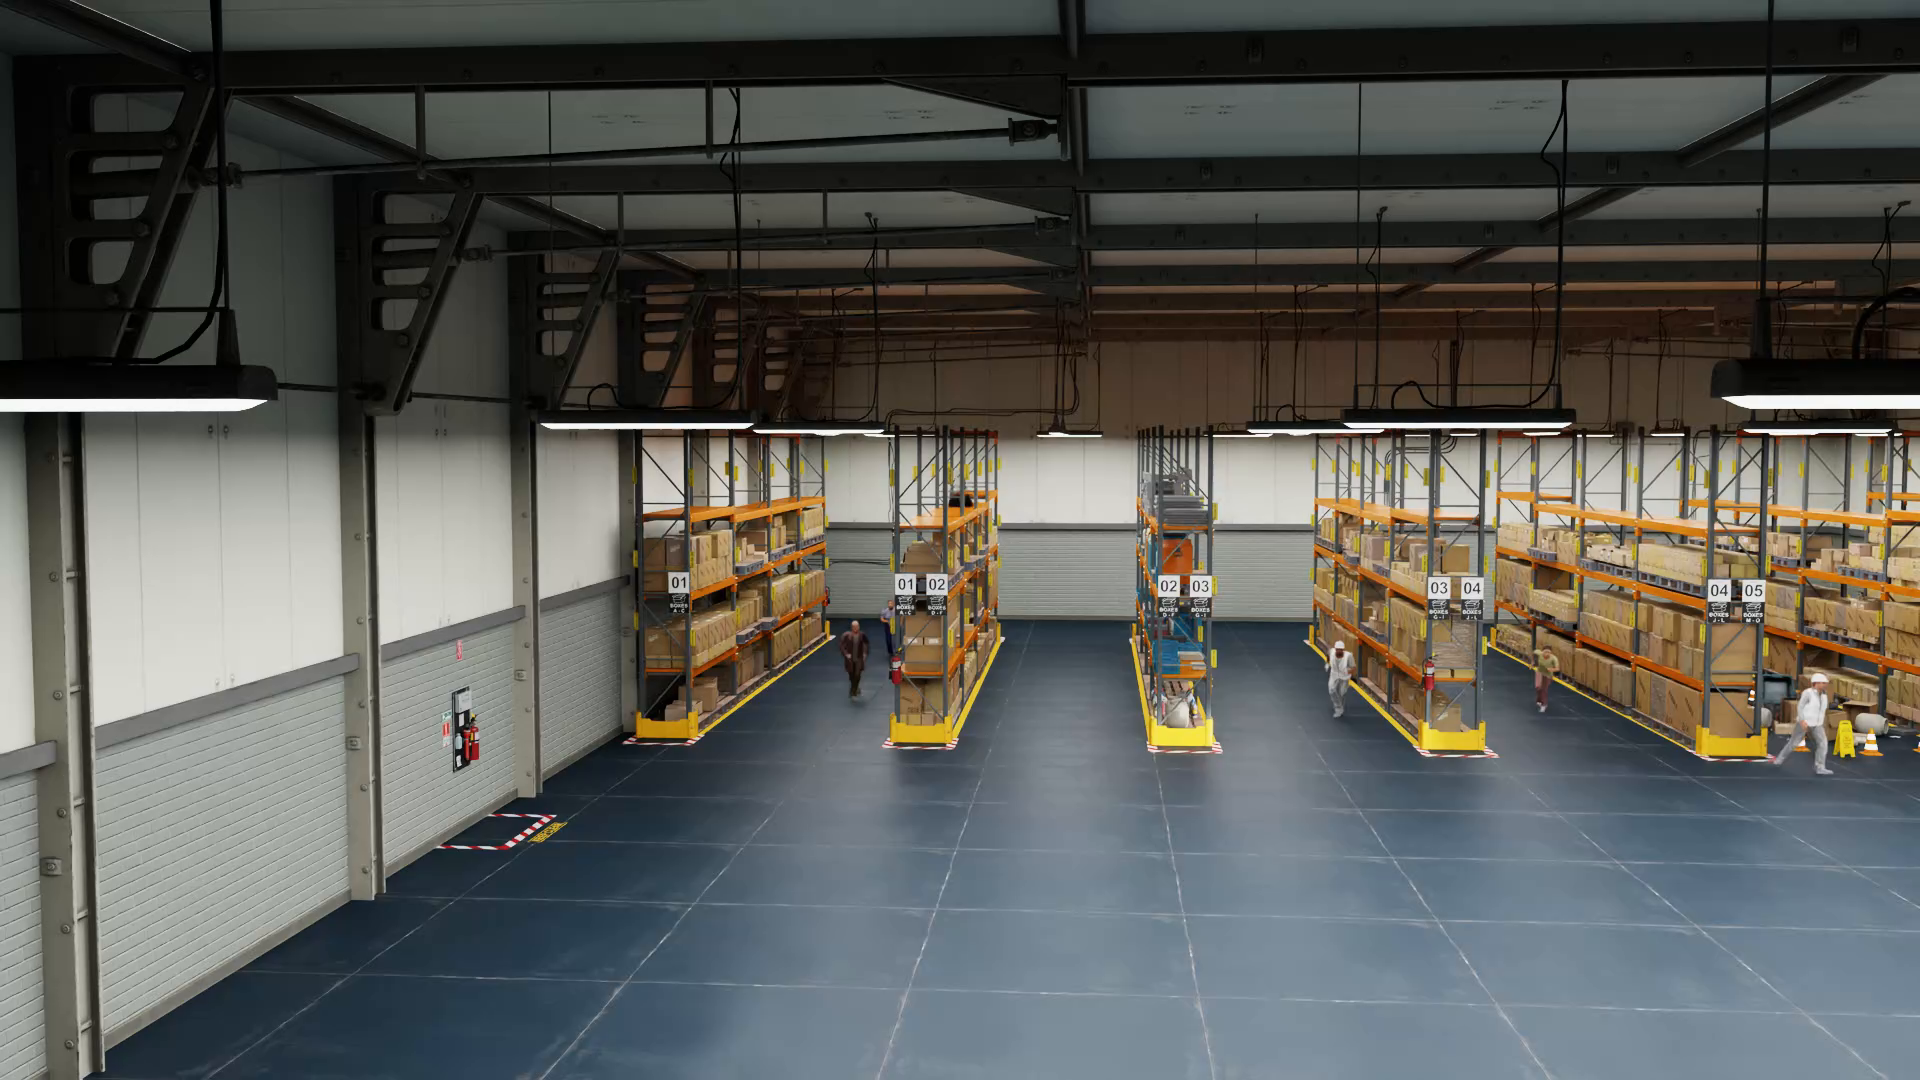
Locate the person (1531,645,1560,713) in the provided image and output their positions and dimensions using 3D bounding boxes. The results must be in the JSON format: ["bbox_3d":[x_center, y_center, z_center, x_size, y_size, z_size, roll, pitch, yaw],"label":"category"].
[{"bbox_3d":[12.380,2.894,35.198,0.559,1.460,1.099,1,4,18],"label":"person"}]

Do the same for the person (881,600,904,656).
[{"bbox_3d":[-1.784,2.329,43.774,0.608,1.528,0.834,0,3,-1],"label":"person"}]

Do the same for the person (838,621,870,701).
[{"bbox_3d":[-2.350,2.650,36.836,0.710,1.763,0.804,0,3,-6],"label":"person"}]

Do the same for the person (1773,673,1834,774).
[{"bbox_3d":[14.565,3.137,28.619,0.653,1.717,0.990,-1,4,-17],"label":"person"}]

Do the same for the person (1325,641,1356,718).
[{"bbox_3d":[7.857,2.834,34.339,0.694,1.593,1.125,1,4,21],"label":"person"}]
